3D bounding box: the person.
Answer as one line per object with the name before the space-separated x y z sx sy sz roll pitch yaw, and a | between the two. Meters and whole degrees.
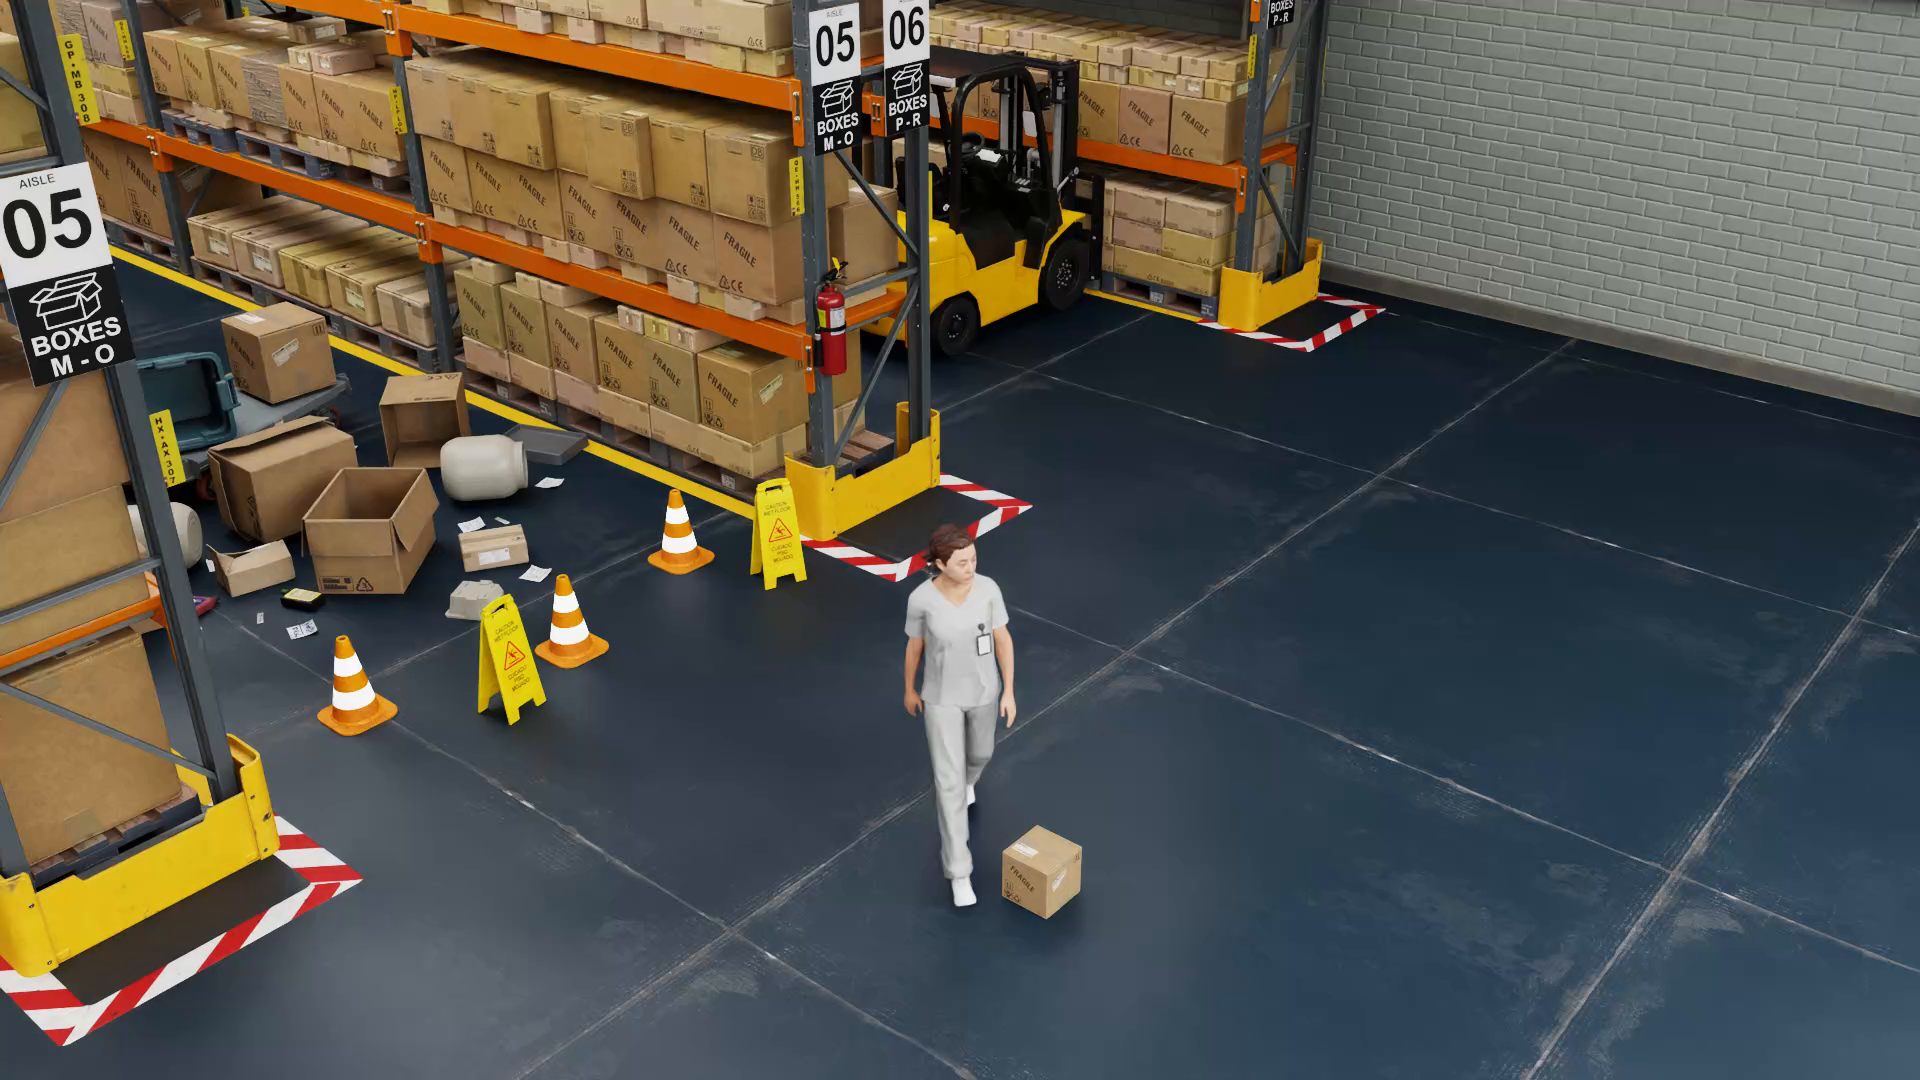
person | 0.023 0.698 7.318 0.462 1.613 1.032 -8 28 -14
